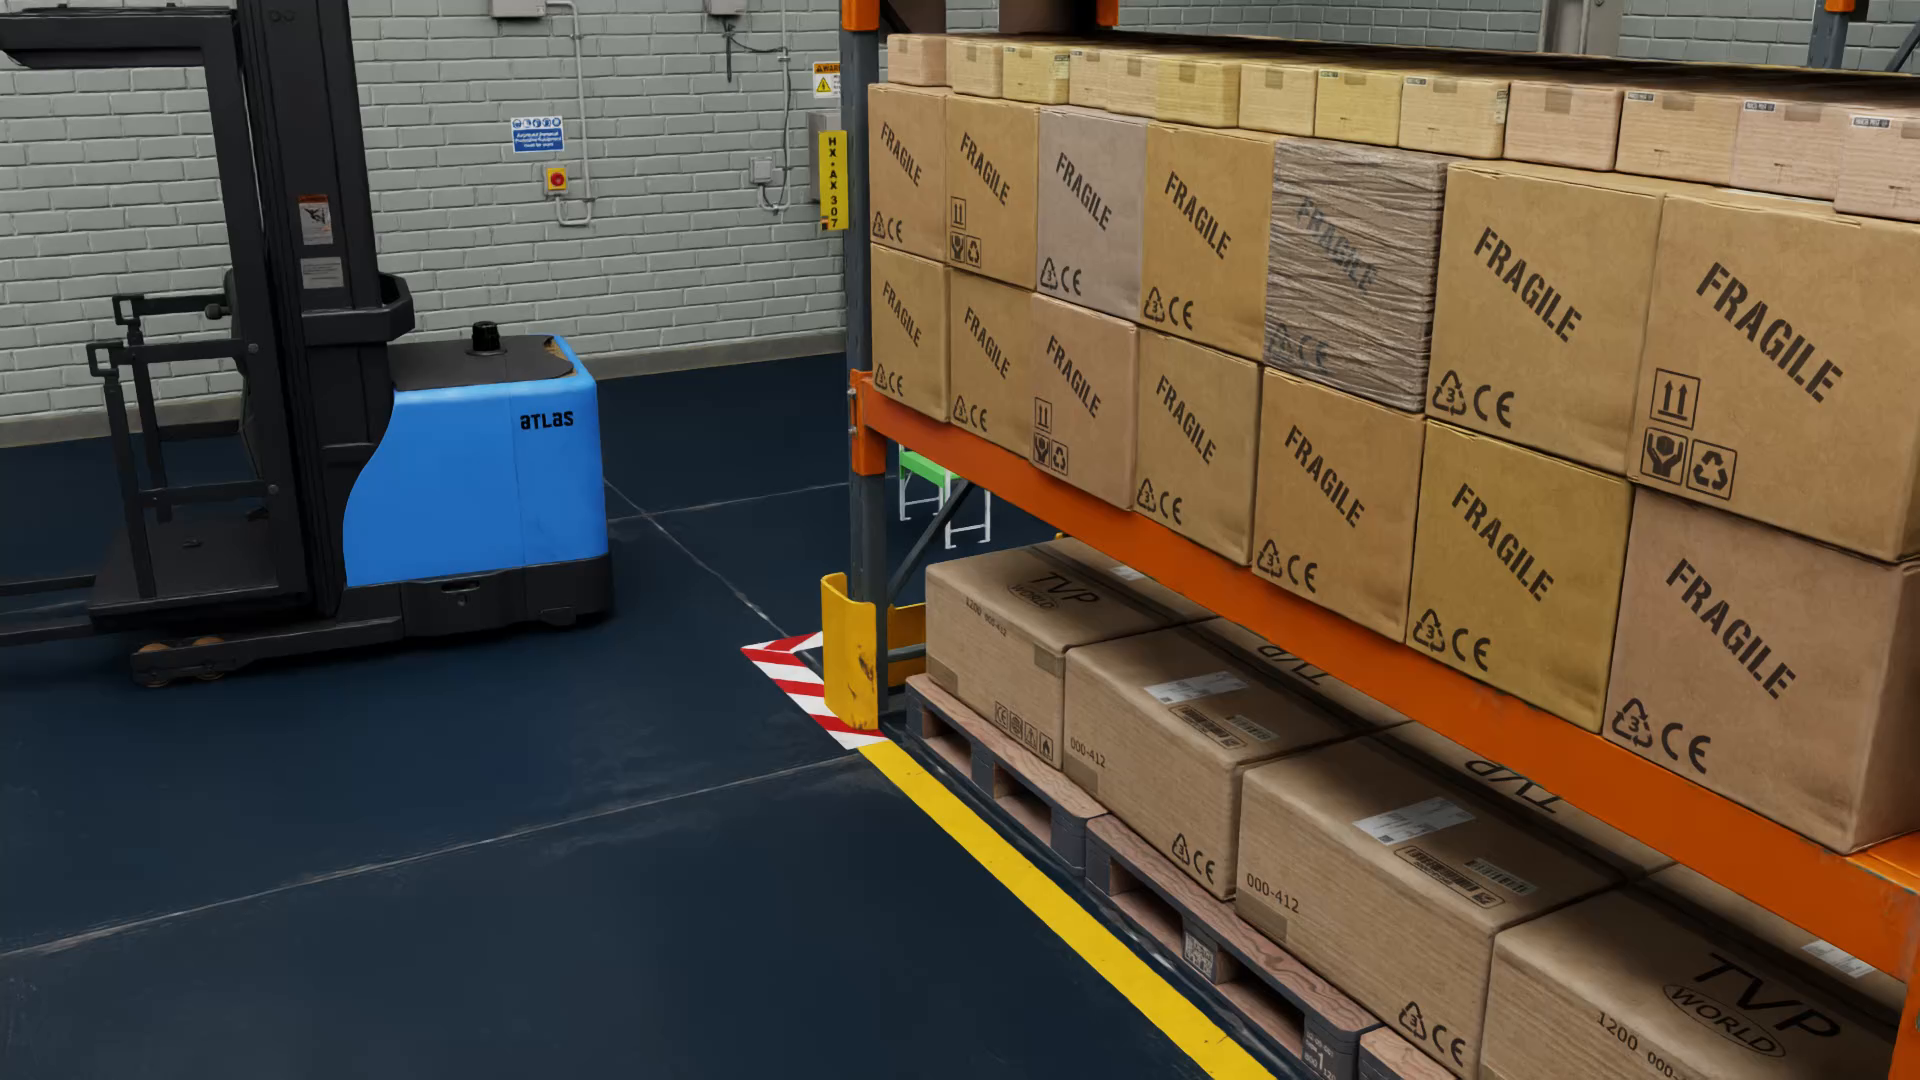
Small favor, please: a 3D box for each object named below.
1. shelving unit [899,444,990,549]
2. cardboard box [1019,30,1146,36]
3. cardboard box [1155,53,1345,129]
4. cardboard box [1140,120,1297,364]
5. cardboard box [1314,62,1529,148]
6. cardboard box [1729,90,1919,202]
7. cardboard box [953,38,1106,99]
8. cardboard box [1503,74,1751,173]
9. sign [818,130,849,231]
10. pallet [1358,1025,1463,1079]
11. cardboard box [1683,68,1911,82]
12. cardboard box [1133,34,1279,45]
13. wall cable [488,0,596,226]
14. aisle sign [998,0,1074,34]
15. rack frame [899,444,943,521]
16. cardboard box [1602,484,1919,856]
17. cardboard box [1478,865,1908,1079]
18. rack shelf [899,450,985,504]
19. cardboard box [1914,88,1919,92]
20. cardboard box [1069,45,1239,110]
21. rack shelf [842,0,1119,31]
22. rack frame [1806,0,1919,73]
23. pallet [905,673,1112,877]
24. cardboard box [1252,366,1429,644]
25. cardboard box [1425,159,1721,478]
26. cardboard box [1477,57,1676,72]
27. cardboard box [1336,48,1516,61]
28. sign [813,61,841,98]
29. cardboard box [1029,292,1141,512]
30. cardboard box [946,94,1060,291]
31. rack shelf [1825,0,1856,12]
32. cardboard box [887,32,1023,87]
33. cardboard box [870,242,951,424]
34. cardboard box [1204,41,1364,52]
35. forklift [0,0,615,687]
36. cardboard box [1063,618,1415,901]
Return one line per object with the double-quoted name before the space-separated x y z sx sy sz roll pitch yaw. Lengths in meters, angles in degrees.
"shelving unit" -0.079 -0.615 8.073 0.258 1.200 0.503 -10 21 -27
"cardboard box" 0.415 -1.597 5.480 0.380 0.149 0.250 -10 21 -26
"cardboard box" 0.692 -1.073 3.960 0.380 0.149 0.250 -11 22 -28
"cardboard box" 0.786 -0.744 4.002 0.500 0.500 0.500 -10 21 -26
"cardboard box" 0.990 -0.937 3.567 0.380 0.149 0.250 -10 22 -28
"cardboard box" 1.511 -0.652 2.743 0.380 0.149 0.250 -9 21 -25
"cardboard box" 0.202 -1.368 4.816 0.380 0.149 0.250 -9 21 -25
"cardboard box" 1.265 -0.795 3.157 0.380 0.149 0.250 -10 21 -27
"sign" -0.423 -1.205 5.576 0.100 0.325 0.005 -10 21 -27
"pallet" 1.675 1.394 3.769 1.003 0.211 1.213 -10 21 -27
"cardboard box" 1.687 -0.870 3.375 0.380 0.149 0.250 -10 21 -27
"cardboard box" 0.753 -1.467 5.103 0.380 0.149 0.250 -10 22 -27
"wall cable" -2.630 -2.953 10.484 0.585 1.953 0.123 -10 21 -27
"aisle sign" 0.307 -2.140 5.749 0.394 0.787 0.004 -10 21 -27
"rack frame" -0.194 -0.685 8.276 0.240 1.200 0.015 -10 21 -27
"cardboard box" 1.522 0.165 2.901 0.500 0.500 0.500 -10 21 -26
"cardboard box" 1.764 1.122 3.567 0.875 0.438 0.875 -10 22 -27
"rack shelf" -0.079 -0.327 8.173 0.258 0.148 0.480 -10 21 -27
"cardboard box" 1.910 -0.723 2.946 0.380 0.149 0.250 -10 21 -26
"cardboard box" 0.514 -1.228 4.410 0.380 0.149 0.250 -10 21 -26
"rack shelf" 1.018 -1.346 3.939 1.077 0.370 4.000 -10 21 -27
"rack frame" 4.434 -1.612 8.206 1.000 3.000 0.127 -10 21 -27
"pallet" 0.516 0.693 5.799 1.003 0.211 1.213 -10 21 -27
"cardboard box" 1.021 -0.124 3.739 0.500 0.500 0.500 -10 22 -27
"cardboard box" 1.266 -0.454 3.162 0.500 0.500 0.500 -10 22 -27
"cardboard box" 1.395 -1.010 3.781 0.380 0.149 0.250 -10 21 -27
"cardboard box" 1.177 -1.161 4.217 0.380 0.149 0.250 -9 21 -25
"sign" -0.859 -3.182 11.489 0.339 0.242 0.001 -10 21 -27
"cardboard box" 0.534 -0.418 4.590 0.500 0.500 0.500 -10 21 -27
"cardboard box" 0.297 -1.033 4.841 0.500 0.500 0.500 -11 22 -28
"rack shelf" 5.384 -2.116 6.170 1.077 0.370 4.000 -10 21 -27
"cardboard box" -0.007 -1.524 5.270 0.380 0.149 0.250 -9 21 -26
"cardboard box" 0.043 -0.707 5.430 0.500 0.500 0.500 -10 21 -27
"cardboard box" 0.898 -1.302 4.626 0.380 0.149 0.250 -10 22 -27
"forklift" -3.048 -1.007 6.556 3.031 2.935 1.130 -7 20 -20
"cardboard box" 0.911 0.606 5.062 0.875 0.438 0.875 -9 21 -25
